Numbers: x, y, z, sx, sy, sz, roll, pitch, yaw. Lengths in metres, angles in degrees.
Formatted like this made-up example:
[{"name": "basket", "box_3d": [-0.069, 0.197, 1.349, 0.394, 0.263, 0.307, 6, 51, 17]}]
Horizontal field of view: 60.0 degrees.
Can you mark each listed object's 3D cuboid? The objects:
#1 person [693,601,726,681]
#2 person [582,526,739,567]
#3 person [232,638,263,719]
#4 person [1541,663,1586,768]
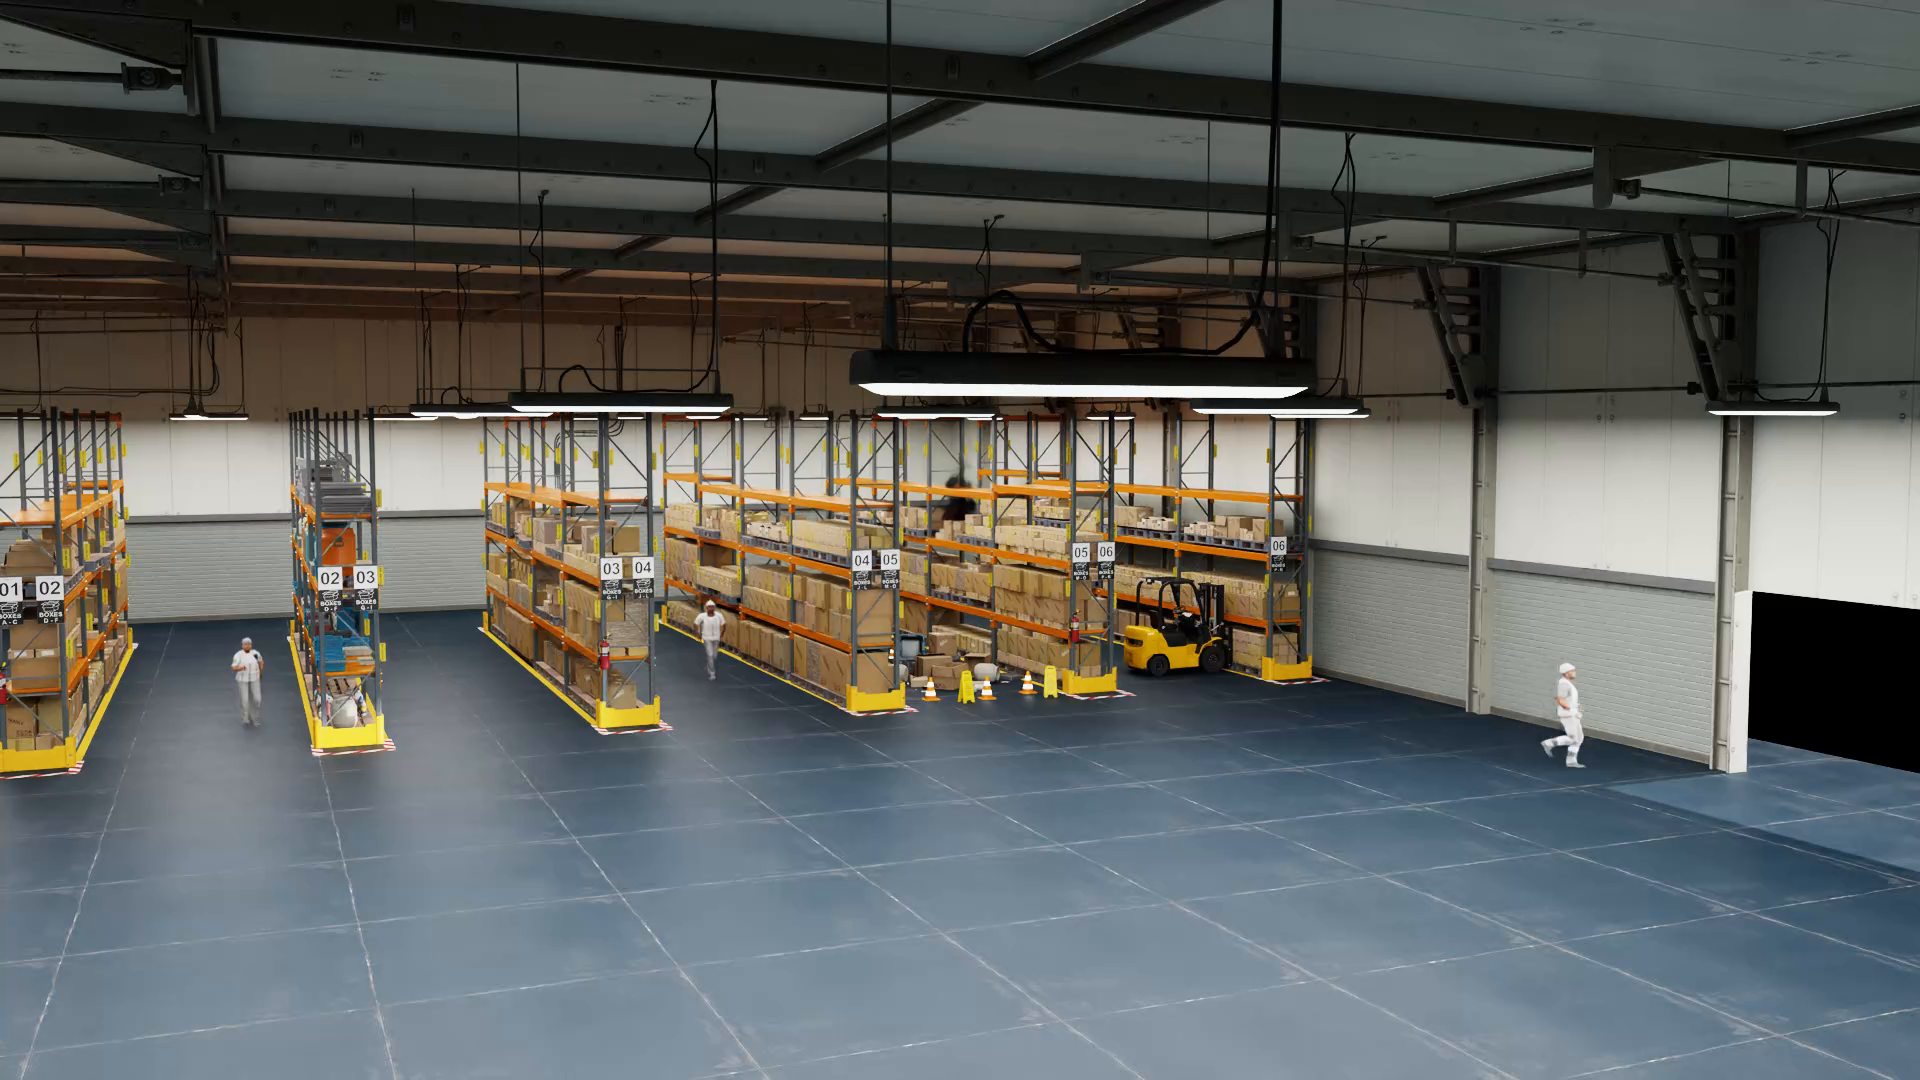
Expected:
[{"name": "person", "box_3d": [-5.618, 2.235, 37.453, 0.711, 1.765, 0.872, -2, 4, -25]}, {"name": "person", "box_3d": [-6.829, 0.967, 41.436, 7.849, 3.677, 16.174, -2, 4, -23]}, {"name": "person", "box_3d": [-13.438, 2.625, 31.426, 0.582, 1.554, 0.655, -2, 5, -31]}, {"name": "person", "box_3d": [10.068, 2.915, 27.688, 0.704, 1.749, 0.656, 2, 4, 24]}]
